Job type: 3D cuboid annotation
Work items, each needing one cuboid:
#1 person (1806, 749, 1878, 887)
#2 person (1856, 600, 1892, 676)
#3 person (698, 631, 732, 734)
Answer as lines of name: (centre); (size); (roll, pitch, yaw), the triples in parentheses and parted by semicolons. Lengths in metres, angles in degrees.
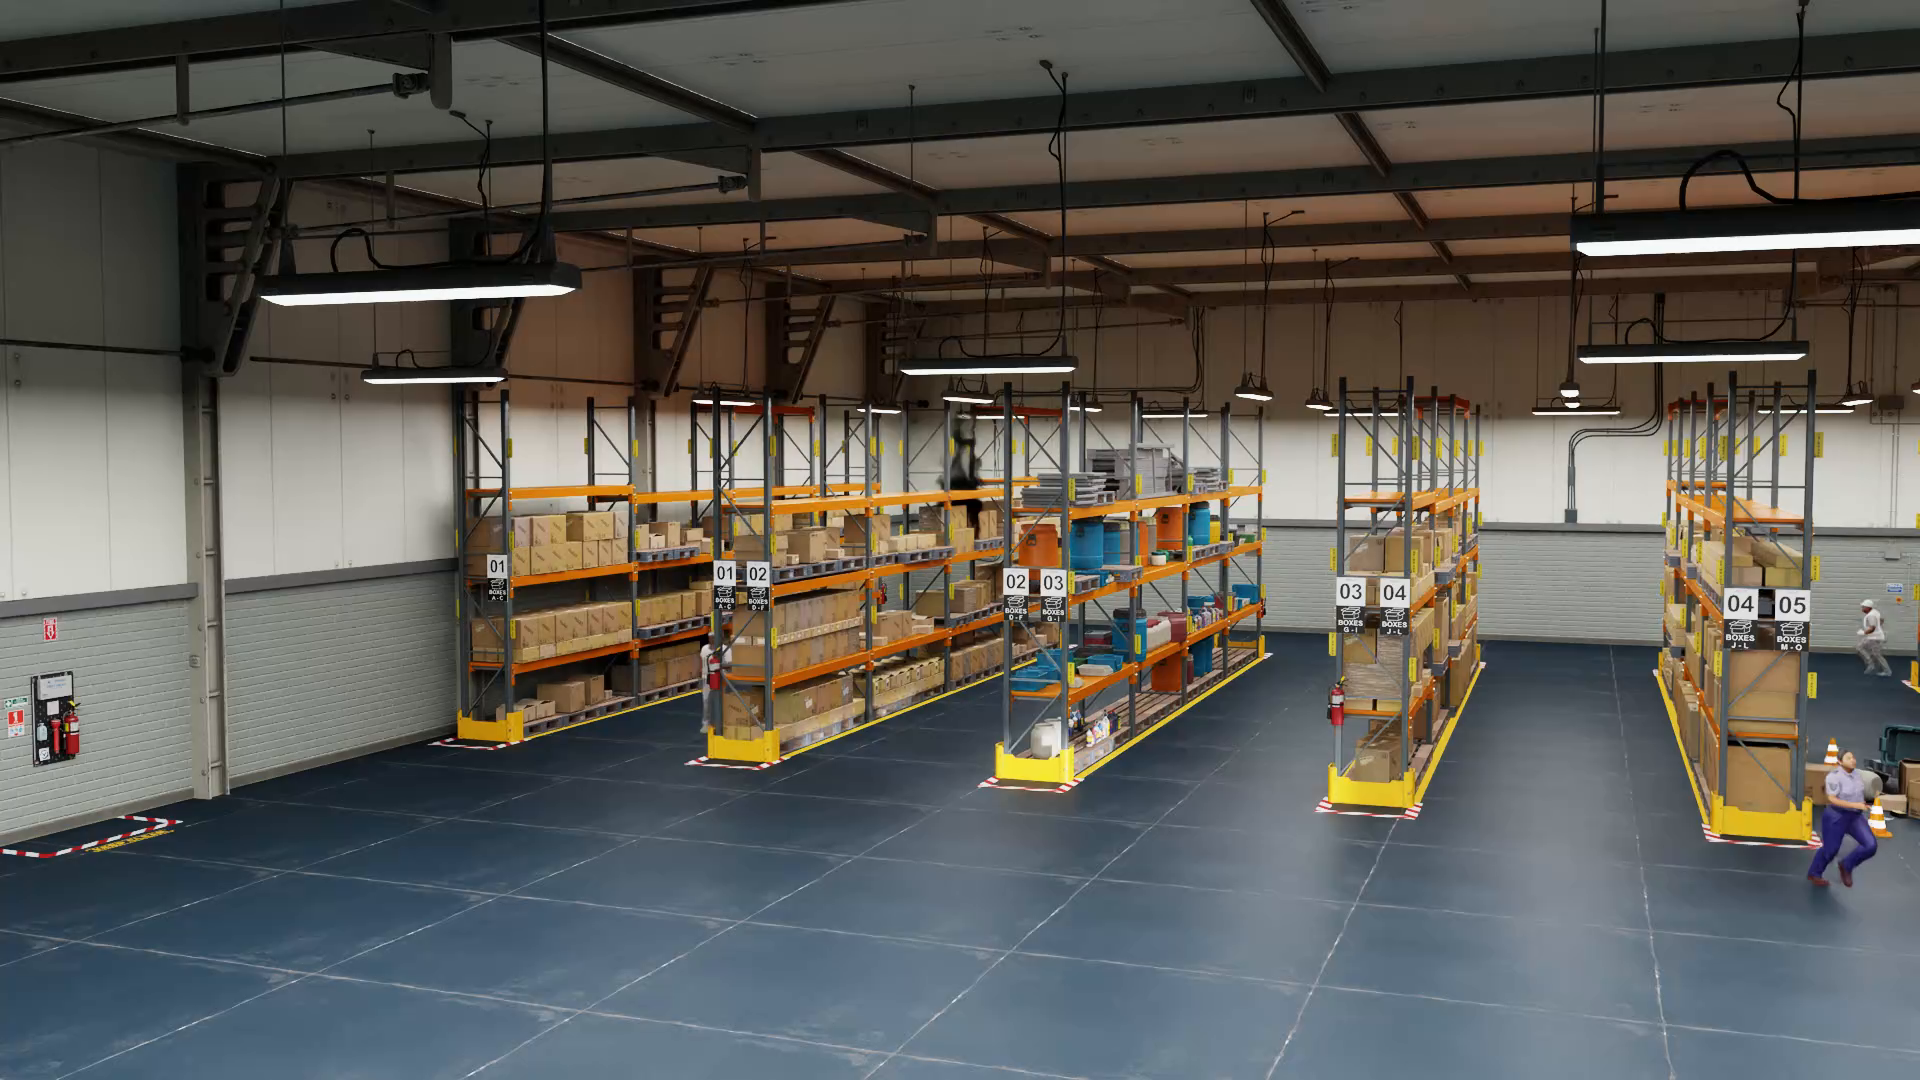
person: (10.005, 3.146, 18.781); (0.621, 1.600, 0.800); (-1, 3, -17)
person: (20.054, 2.150, 36.476); (0.750, 1.685, 0.736); (1, 3, 24)
person: (-4.350, 2.480, 29.446); (0.687, 1.793, 0.827); (1, 3, 13)
